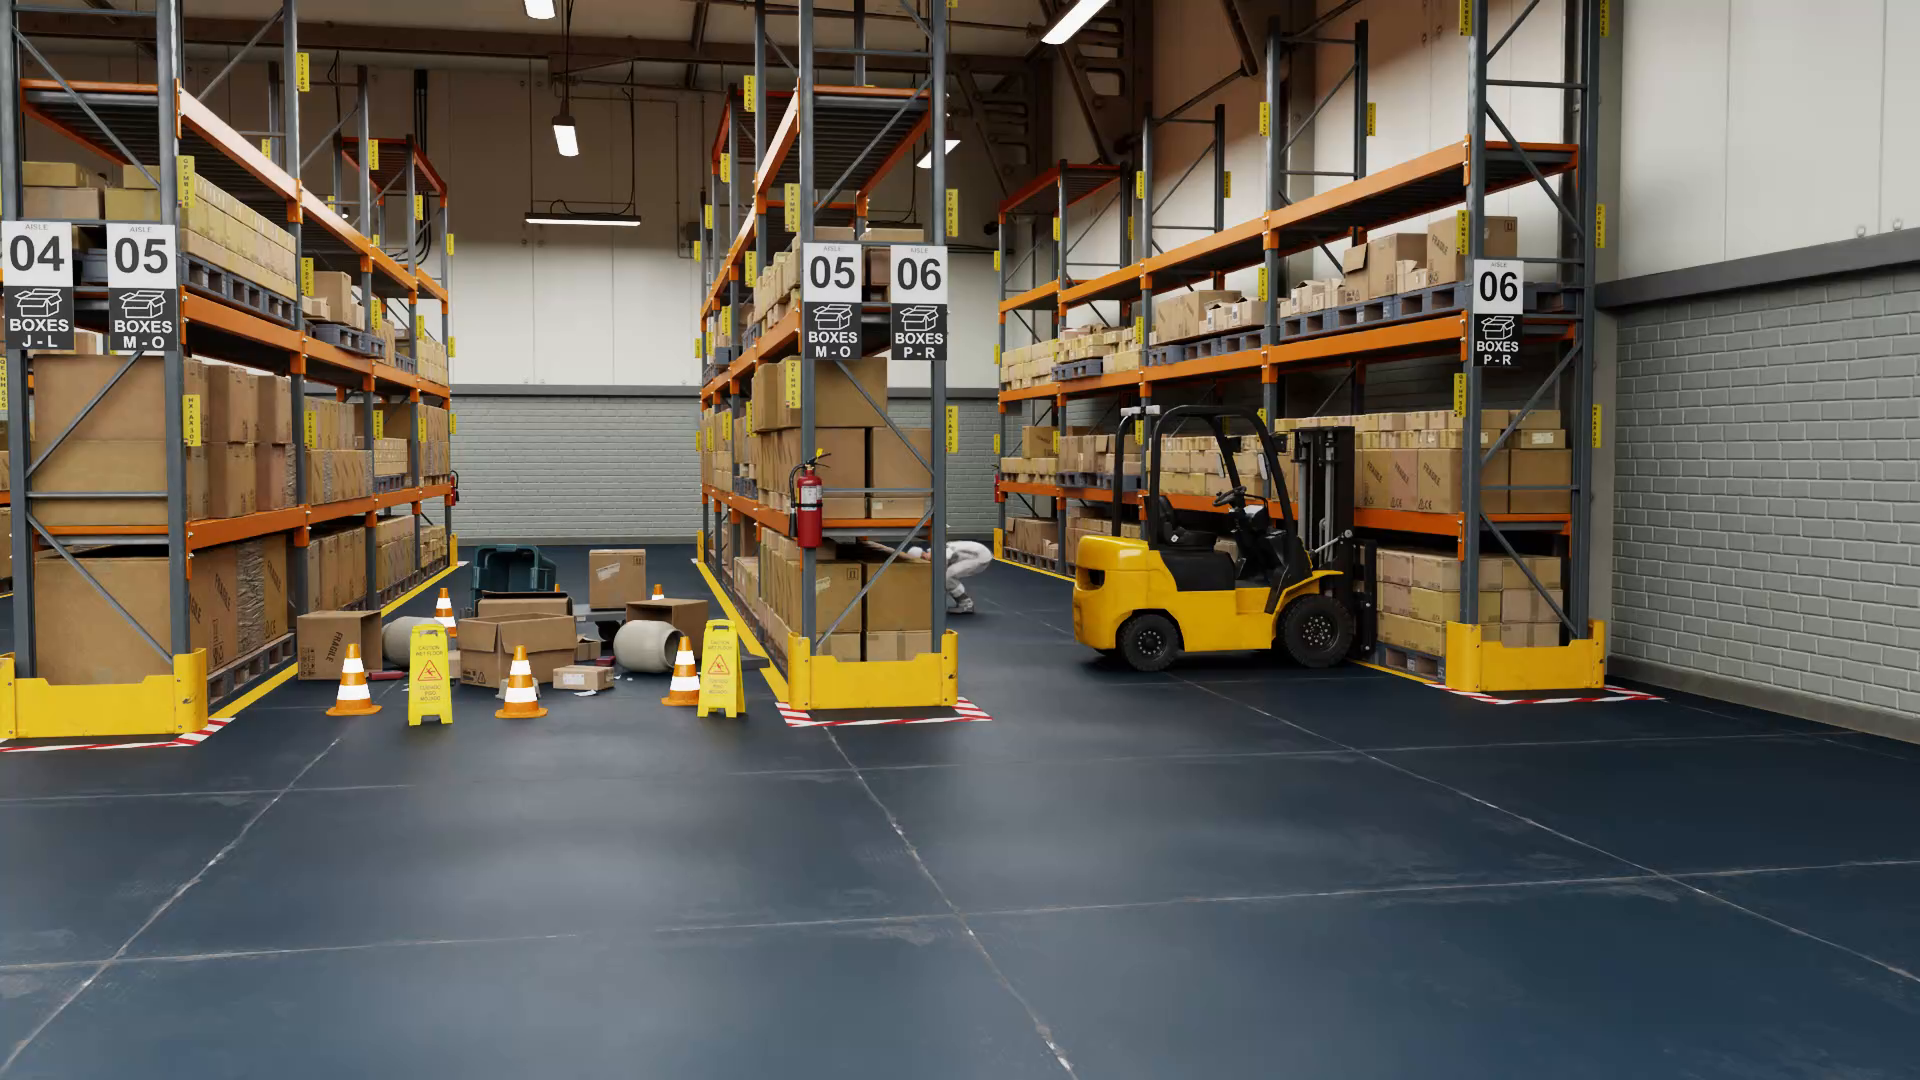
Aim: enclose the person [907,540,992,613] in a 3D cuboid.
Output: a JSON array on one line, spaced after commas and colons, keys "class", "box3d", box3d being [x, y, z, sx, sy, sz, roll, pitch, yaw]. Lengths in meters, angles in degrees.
[{"class": "person", "box3d": [-0.128, 0.422, 18.428, 0.966, 0.830, 0.516, -1, 3, -13]}]
